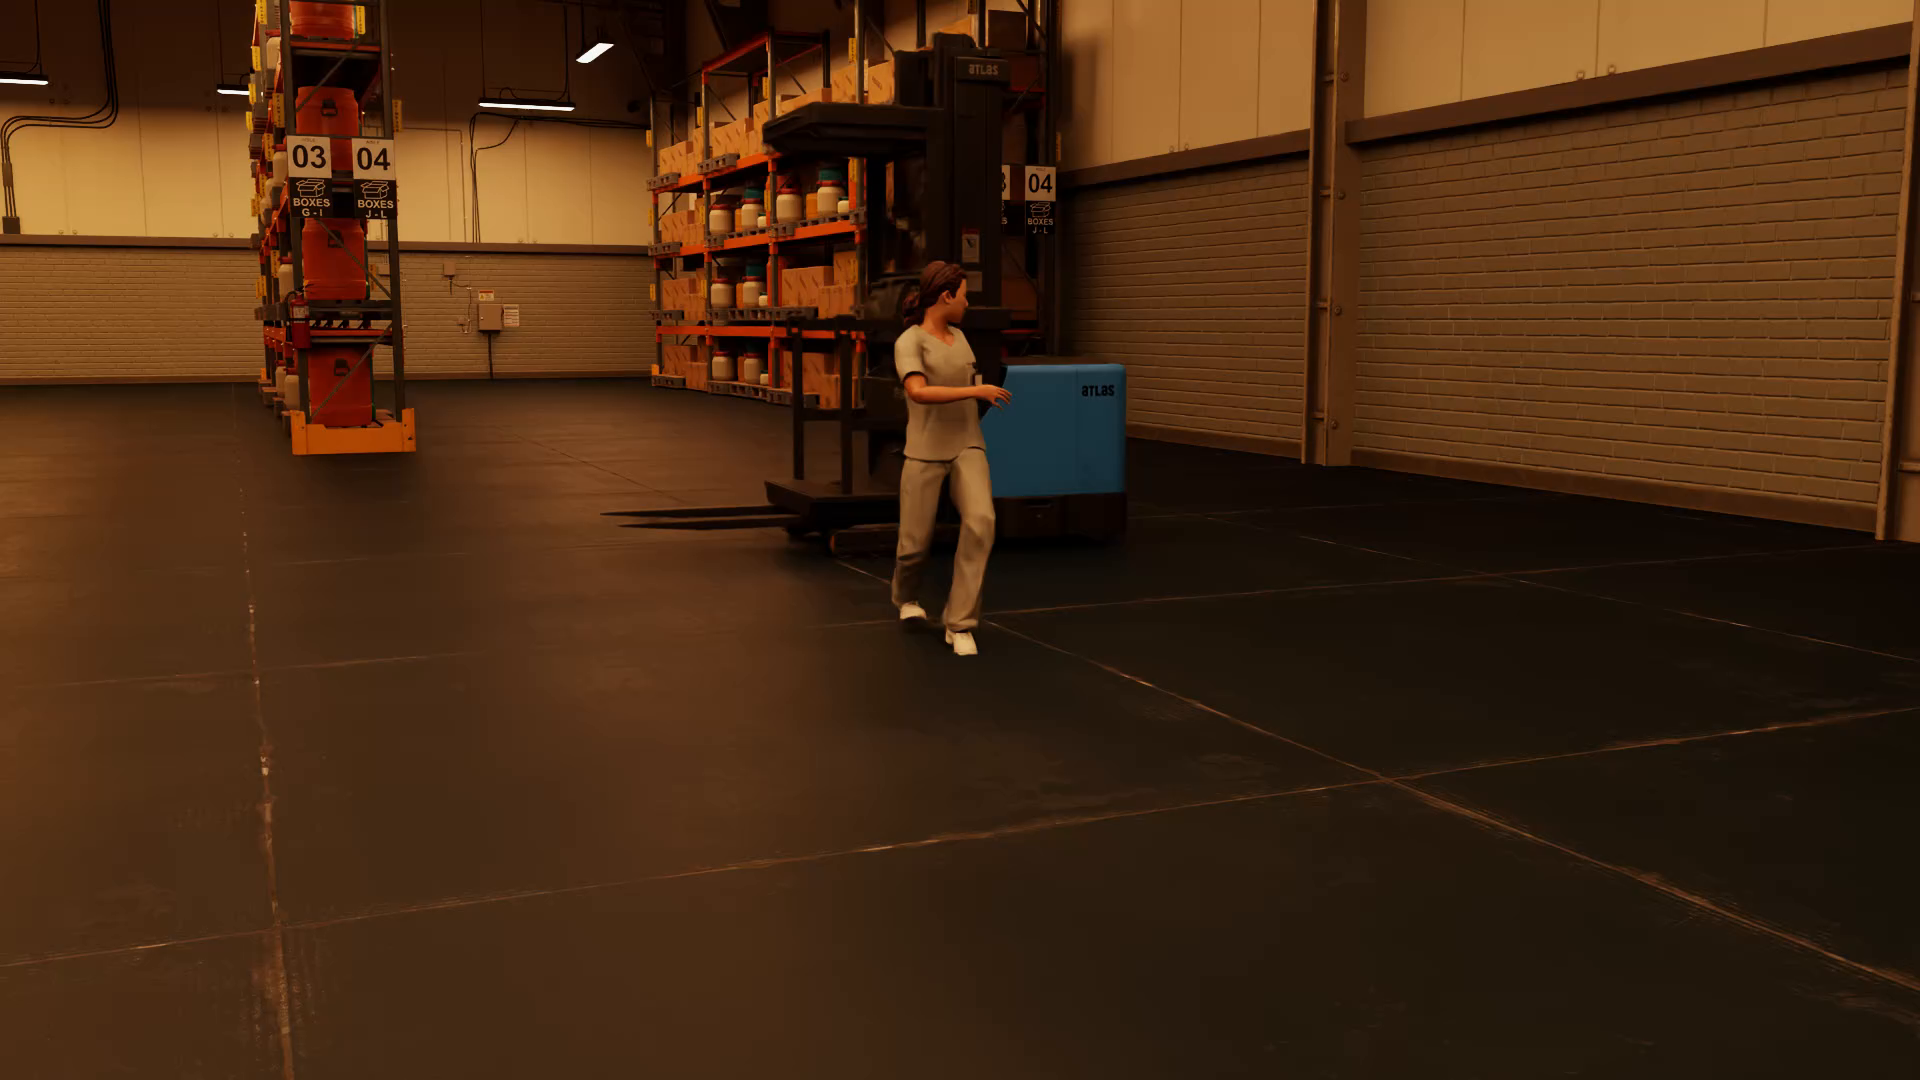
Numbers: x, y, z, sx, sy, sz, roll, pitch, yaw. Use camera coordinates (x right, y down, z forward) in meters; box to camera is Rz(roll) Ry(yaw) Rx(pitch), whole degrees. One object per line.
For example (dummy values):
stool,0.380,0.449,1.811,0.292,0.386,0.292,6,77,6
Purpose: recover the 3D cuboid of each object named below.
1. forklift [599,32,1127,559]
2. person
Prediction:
forklift,-0.567,-1.423,9.735,3.031,2.935,1.130,-3,8,-21
person,-0.063,-0.364,6.965,0.471,1.595,0.852,-3,8,-24
